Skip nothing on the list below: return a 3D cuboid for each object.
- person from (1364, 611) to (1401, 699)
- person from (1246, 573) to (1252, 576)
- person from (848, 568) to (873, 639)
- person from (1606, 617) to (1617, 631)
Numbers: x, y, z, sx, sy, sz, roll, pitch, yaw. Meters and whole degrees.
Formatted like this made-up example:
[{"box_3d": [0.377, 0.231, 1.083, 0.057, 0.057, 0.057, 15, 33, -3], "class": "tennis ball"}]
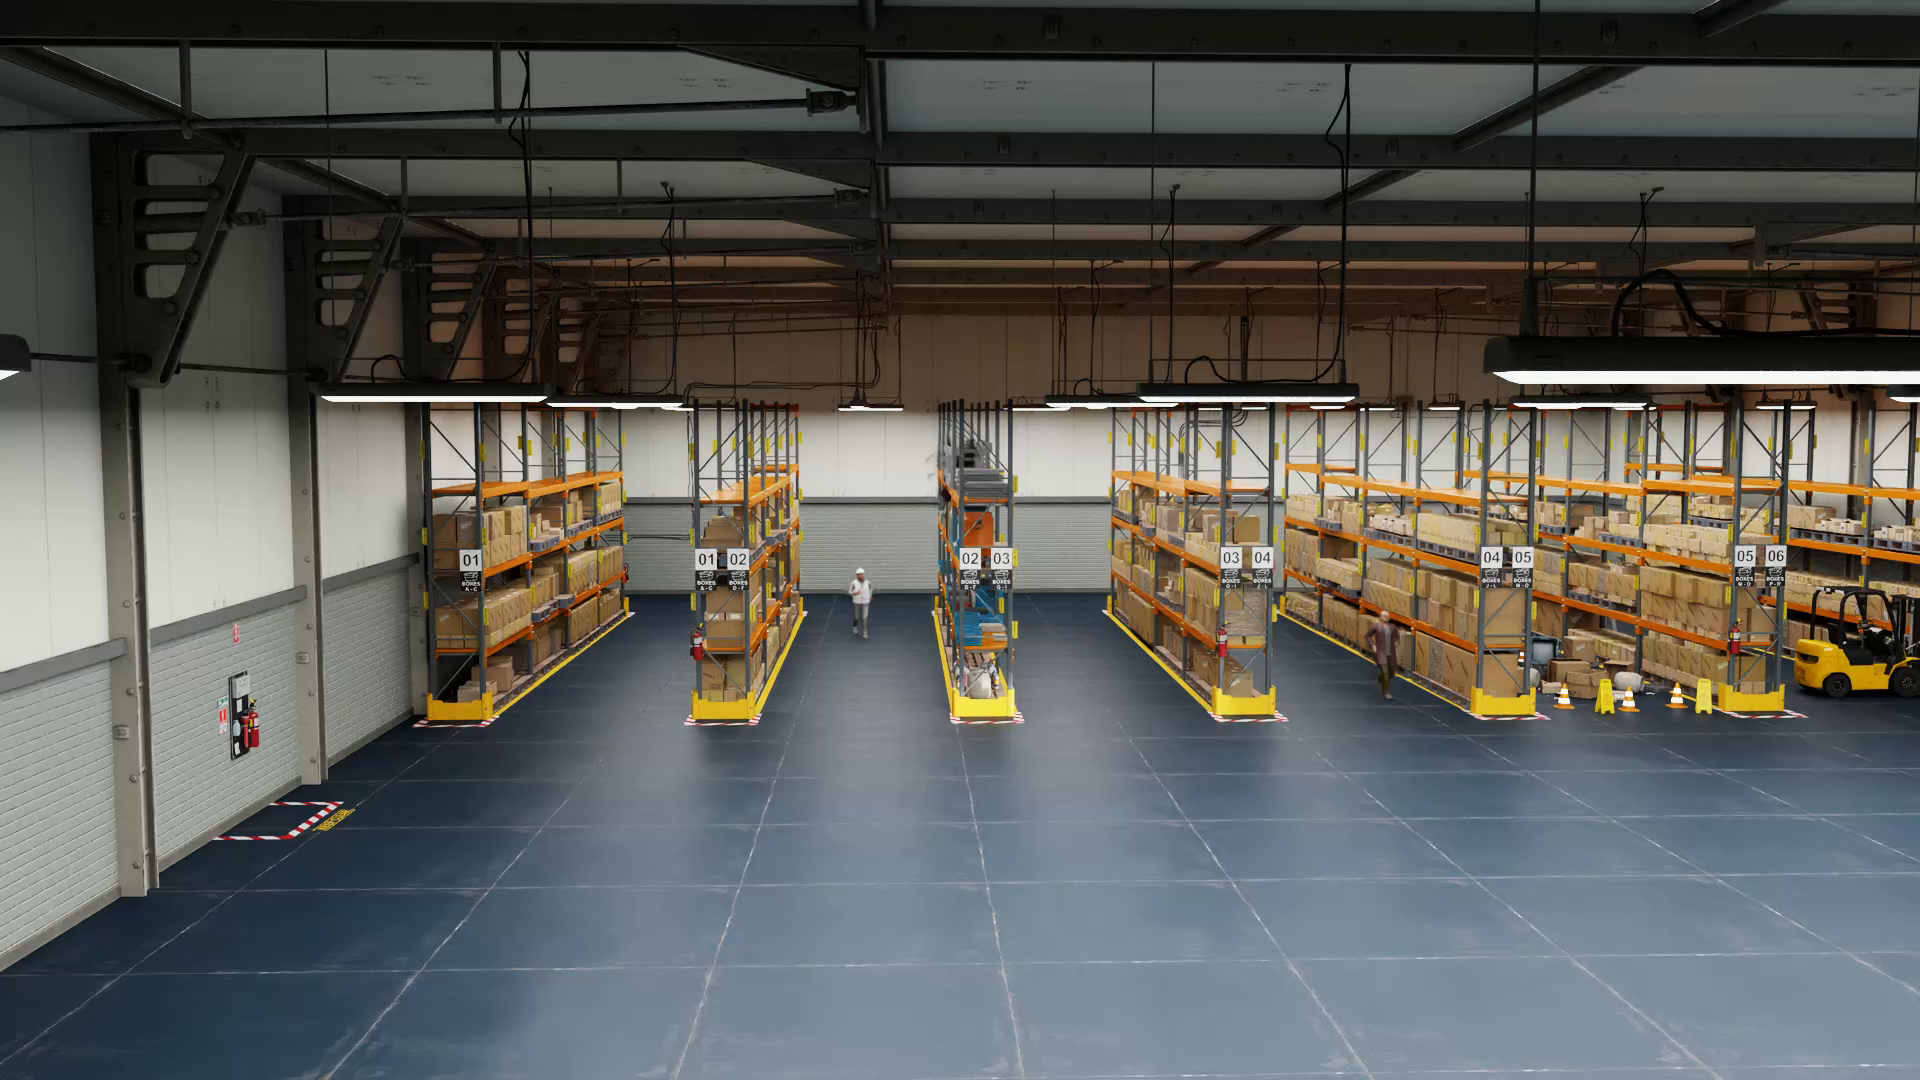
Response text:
[{"box_3d": [8.556, 2.301, 33.580, 0.720, 1.745, 0.897, -1, 4, -10], "class": "person"}, {"box_3d": [8.585, 1.234, 48.243, 0.655, 1.745, 0.732, -3, 5, -33], "class": "person"}, {"box_3d": [-2.529, 1.601, 42.463, 0.662, 1.750, 0.960, -1, 4, -12], "class": "person"}, {"box_3d": [16.549, 1.647, 42.598, 0.595, 1.722, 0.823, 0, 4, -4], "class": "person"}]
